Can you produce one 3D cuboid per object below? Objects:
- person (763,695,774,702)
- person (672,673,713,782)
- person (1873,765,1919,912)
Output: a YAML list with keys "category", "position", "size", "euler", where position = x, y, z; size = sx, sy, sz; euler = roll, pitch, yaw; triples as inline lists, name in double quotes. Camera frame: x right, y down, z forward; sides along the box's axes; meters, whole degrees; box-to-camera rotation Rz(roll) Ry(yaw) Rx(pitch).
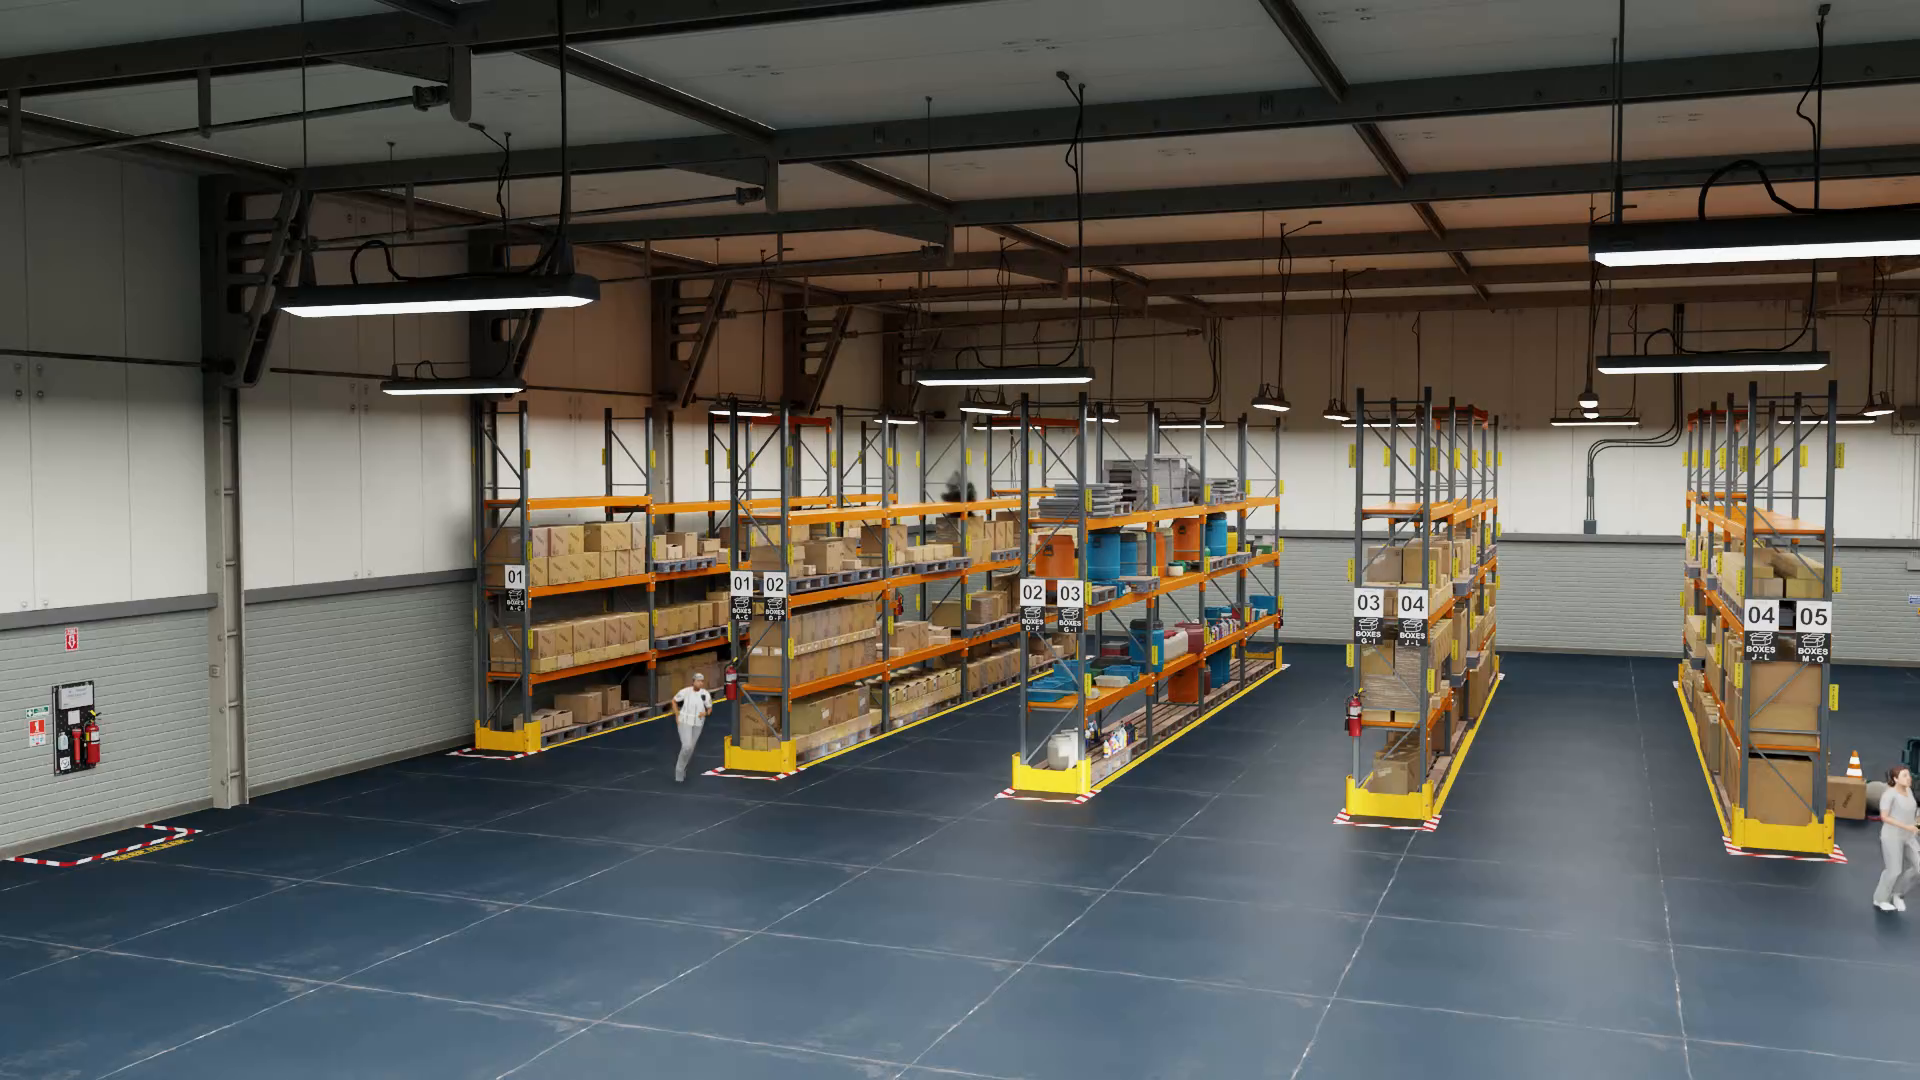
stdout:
- category: "person"
  position: [-3.578, 2.695, 31.408]
  size: [0.512, 1.554, 0.530]
  euler: [1, 3, 16]
- category: "person"
  position: [-4.207, 2.931, 26.069]
  size: [0.644, 1.689, 0.652]
  euler: [-2, 3, -30]
- category: "person"
  position: [10.350, 3.285, 18.254]
  size: [0.587, 1.646, 0.630]
  euler: [-1, 3, -18]
